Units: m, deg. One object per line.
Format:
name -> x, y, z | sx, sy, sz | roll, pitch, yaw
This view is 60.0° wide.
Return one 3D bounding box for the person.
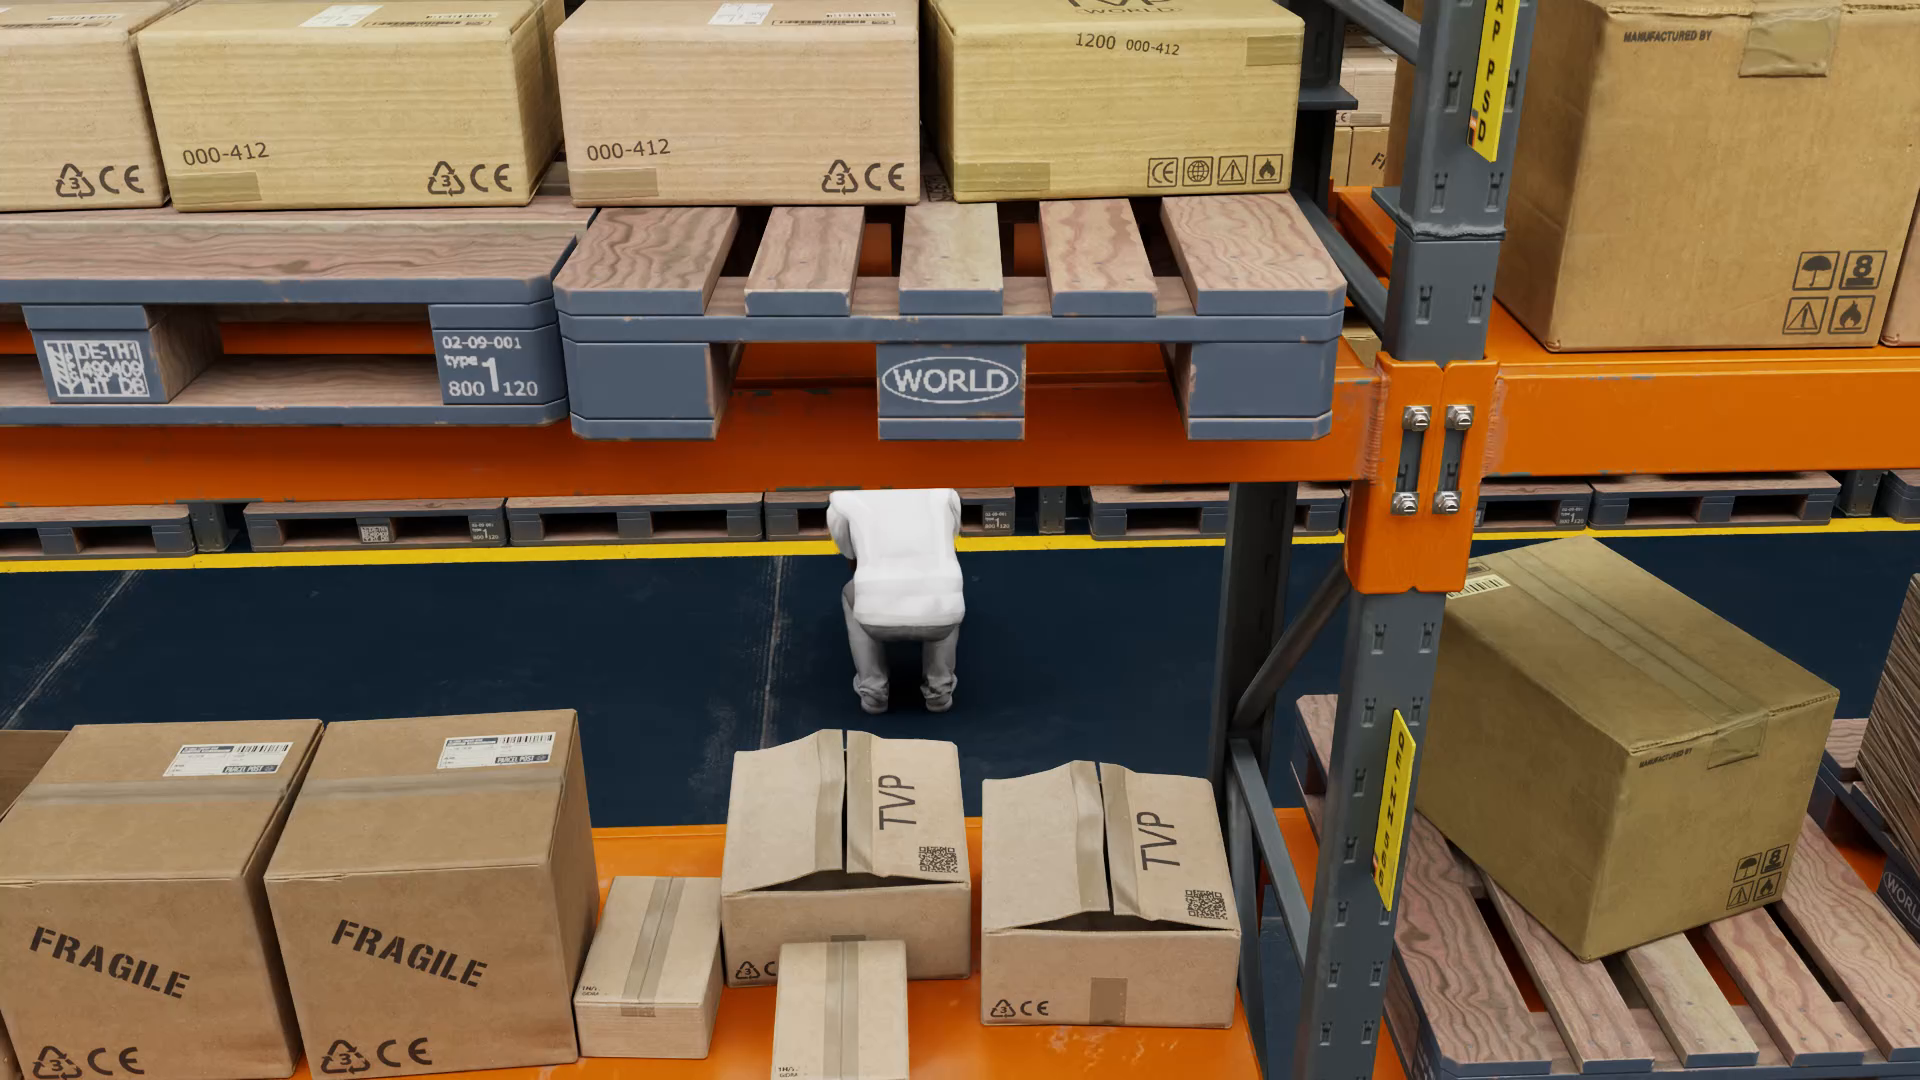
person -> -0.258, 0.123, 6.689 | 0.540, 1.008, 0.913 | -2, 27, -4
